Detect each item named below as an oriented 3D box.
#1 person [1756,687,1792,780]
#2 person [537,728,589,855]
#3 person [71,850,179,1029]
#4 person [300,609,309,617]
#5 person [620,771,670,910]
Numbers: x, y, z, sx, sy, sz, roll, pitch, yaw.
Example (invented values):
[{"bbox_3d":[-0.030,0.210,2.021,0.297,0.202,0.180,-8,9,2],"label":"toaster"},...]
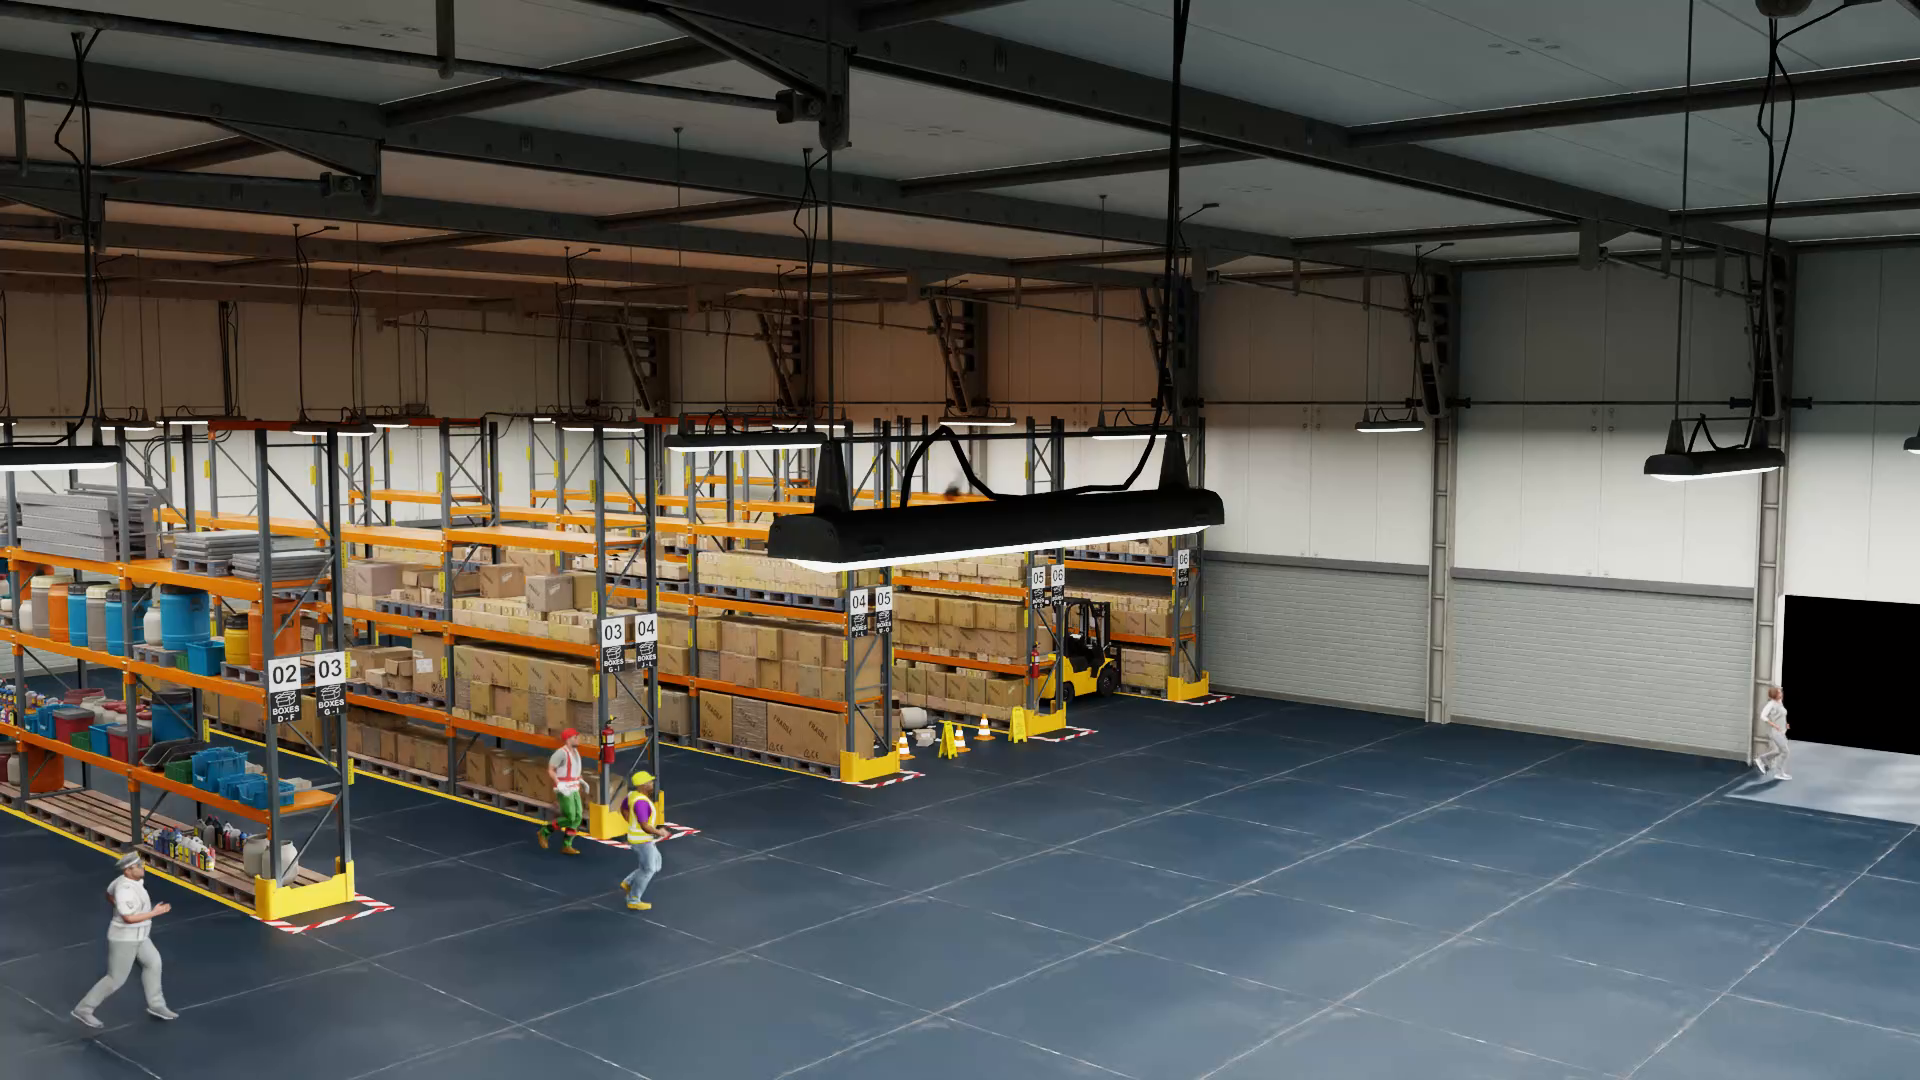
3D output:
[{"bbox_3d":[13.666,3.233,27.918,0.583,1.554,0.558,4,6,42],"label":"person"},{"bbox_3d":[-5.566,3.516,23.452,0.625,1.728,0.720,1,5,15],"label":"person"},{"bbox_3d":[-8.468,4.049,16.828,0.948,1.831,0.671,-2,5,-19],"label":"person"},{"bbox_3d":[-15.172,2.323,38.150,0.860,1.666,0.638,0,5,1],"label":"person"},{"bbox_3d":[-3.955,3.743,20.818,0.592,1.732,0.735,-2,5,-20],"label":"person"}]
